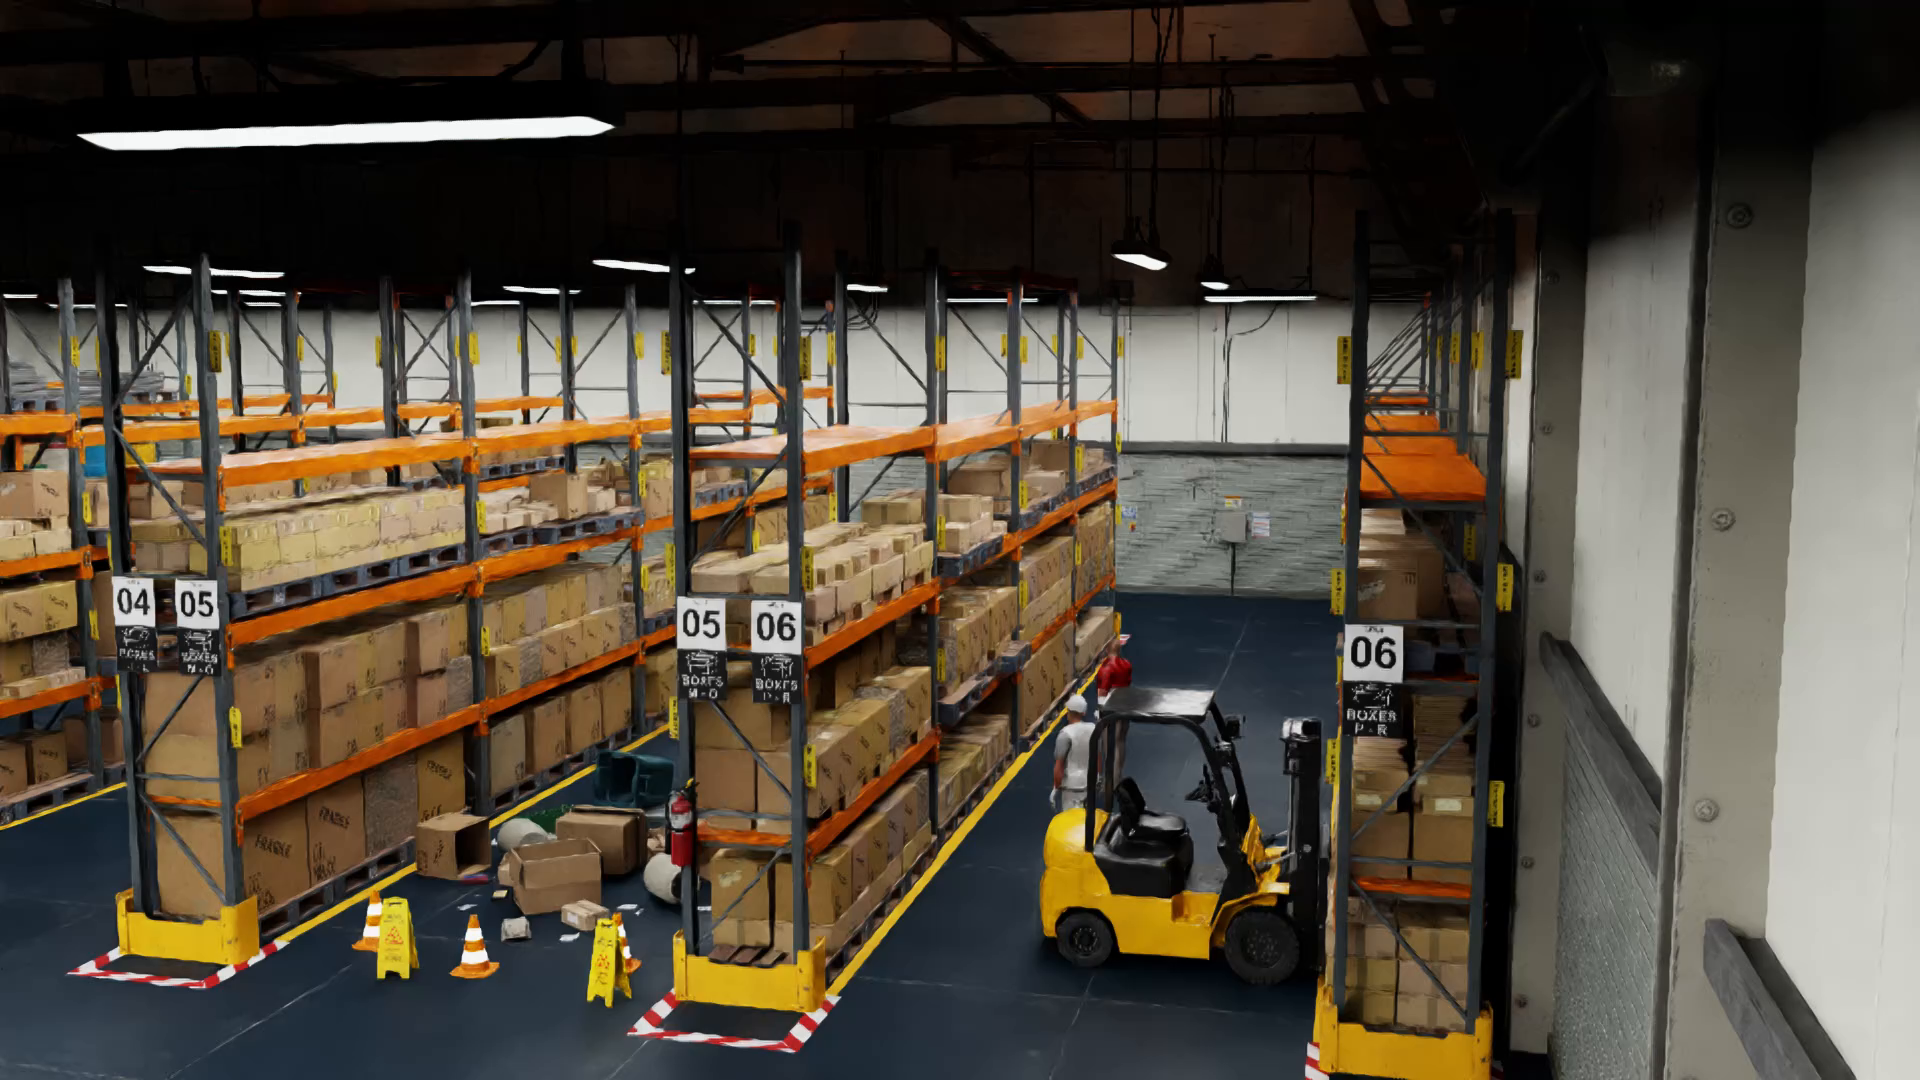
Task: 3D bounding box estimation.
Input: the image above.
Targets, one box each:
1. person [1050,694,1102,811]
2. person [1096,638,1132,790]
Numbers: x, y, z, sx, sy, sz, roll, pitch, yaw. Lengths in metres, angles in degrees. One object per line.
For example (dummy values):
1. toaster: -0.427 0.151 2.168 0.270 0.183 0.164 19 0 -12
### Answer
1. person: 1.091 2.341 15.829 0.577 1.785 0.655 7 10 44
2. person: 1.714 1.978 19.087 0.491 1.731 0.588 7 10 43
